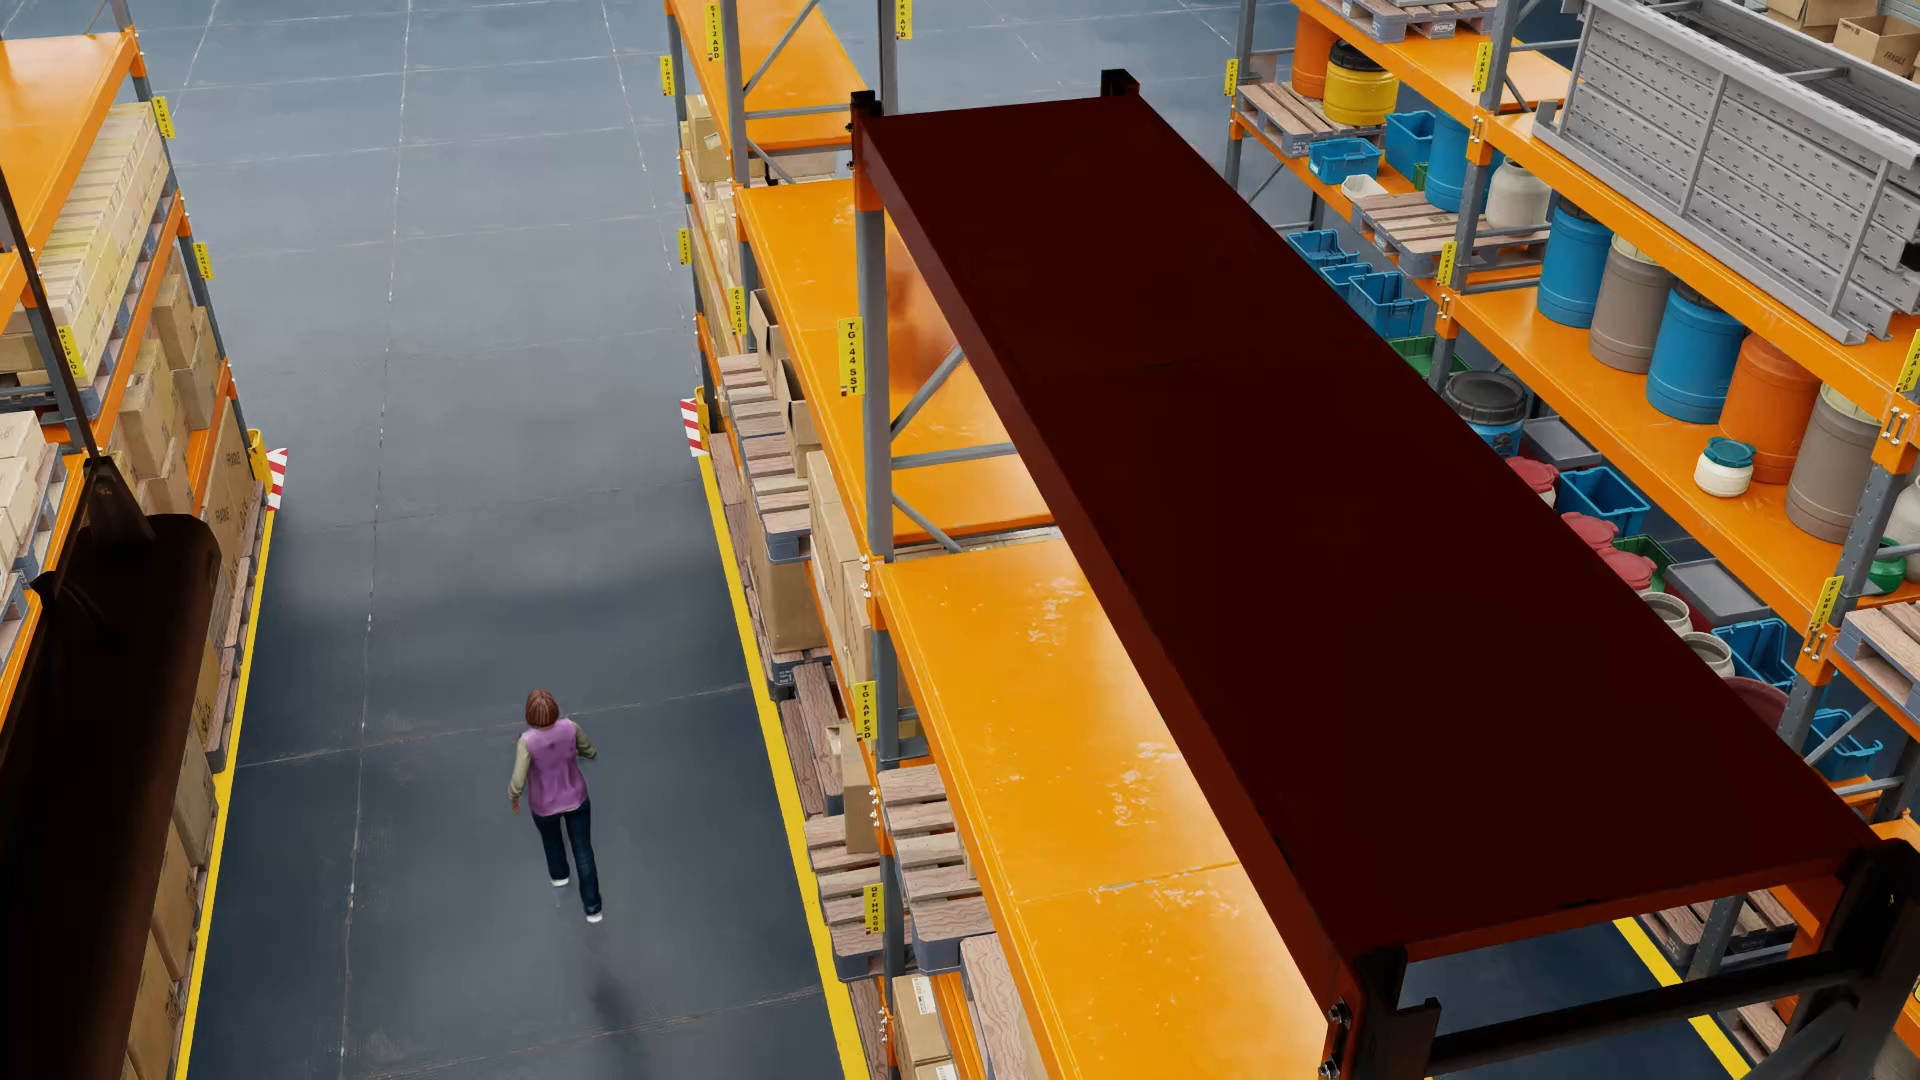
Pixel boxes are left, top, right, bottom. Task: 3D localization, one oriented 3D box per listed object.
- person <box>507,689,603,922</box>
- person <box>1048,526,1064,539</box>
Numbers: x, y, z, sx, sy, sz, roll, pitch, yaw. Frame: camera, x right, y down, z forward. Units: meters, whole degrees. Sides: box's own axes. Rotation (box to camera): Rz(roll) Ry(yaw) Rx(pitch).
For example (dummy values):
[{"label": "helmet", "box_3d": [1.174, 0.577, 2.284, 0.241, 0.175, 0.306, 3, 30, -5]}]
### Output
[{"label": "person", "box_3d": [-2.378, 1.581, 9.860, 0.558, 1.666, 0.690, -14, 37, -20]}, {"label": "person", "box_3d": [0.552, 0.300, 11.569, 0.662, 1.828, 0.891, -13, 36, -18]}]
